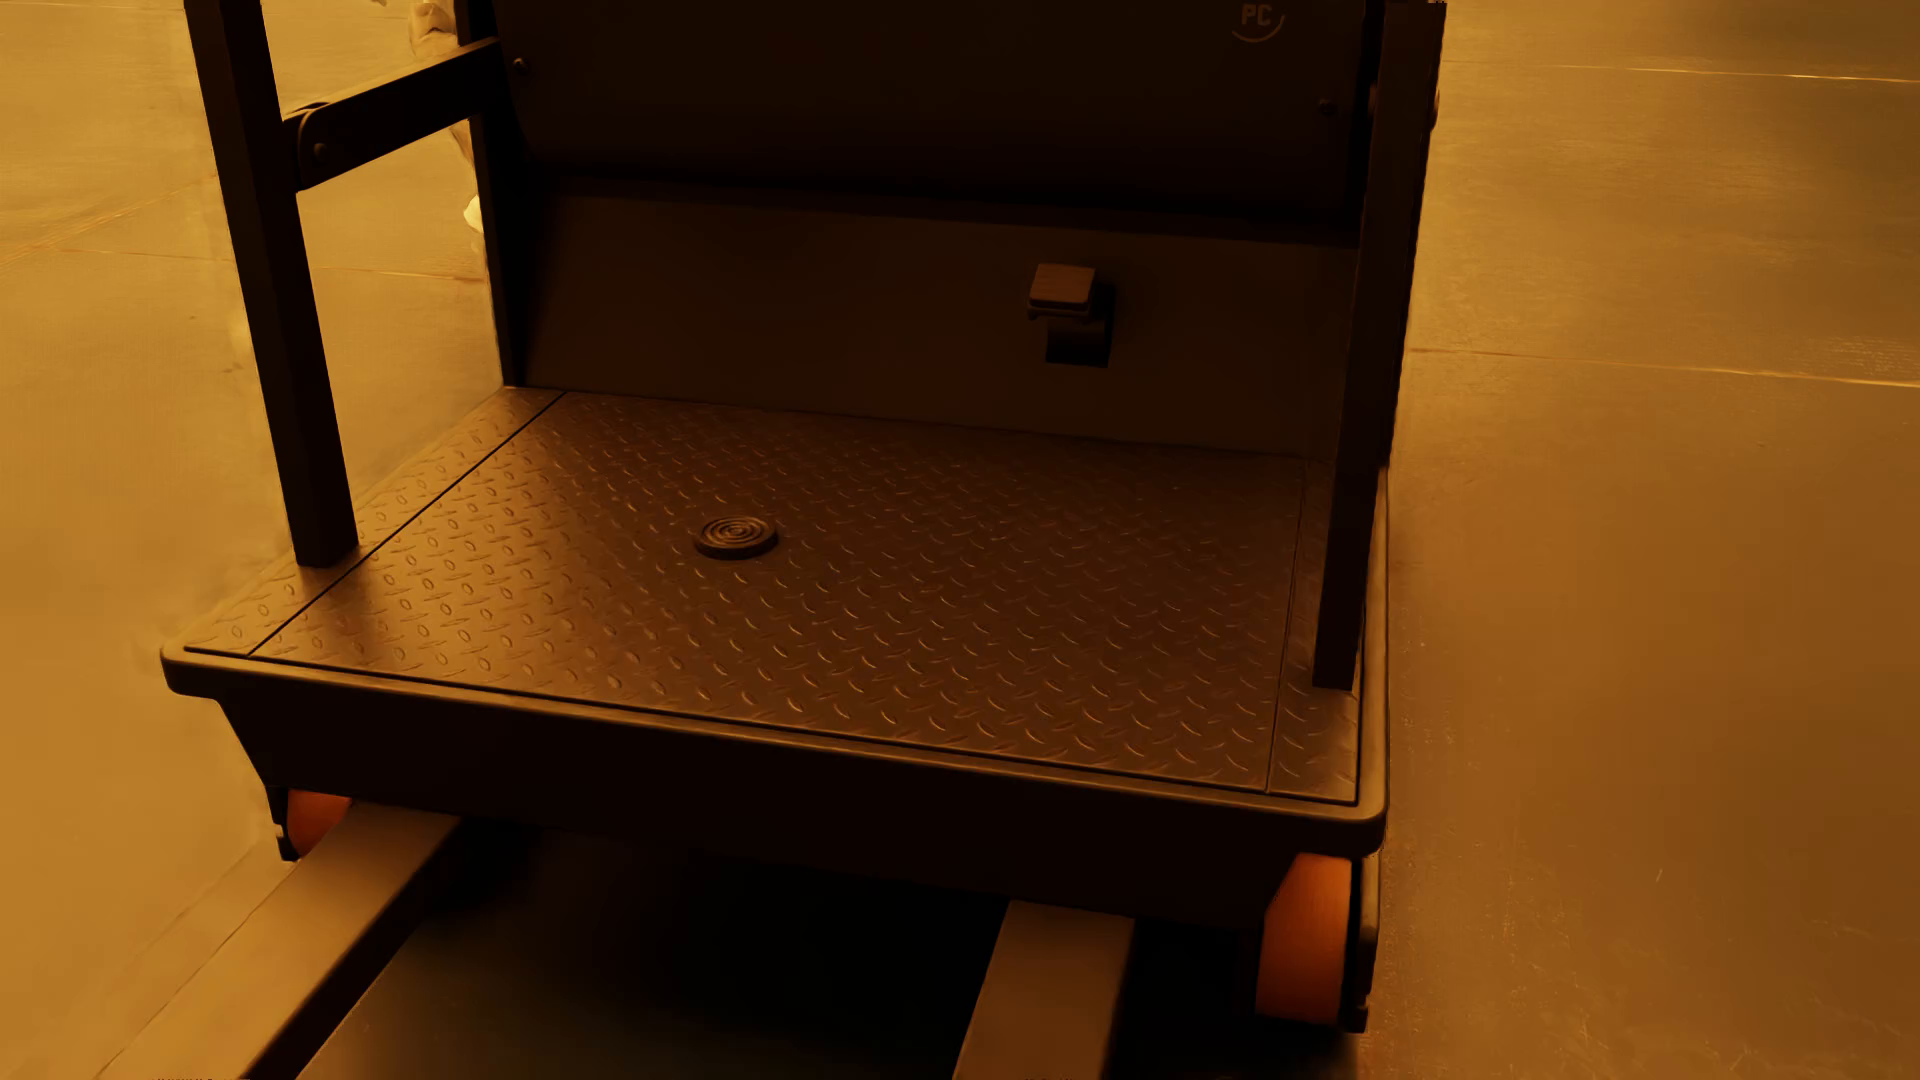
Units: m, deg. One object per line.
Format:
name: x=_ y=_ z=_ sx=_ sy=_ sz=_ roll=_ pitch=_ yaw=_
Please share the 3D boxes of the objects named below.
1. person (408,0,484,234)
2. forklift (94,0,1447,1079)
person: x=-0.906 y=-1.293 z=3.507 sx=0.850 sy=1.719 sz=0.595 roll=-23 pitch=35 yaw=-38
forklift: x=-0.093 y=-1.036 z=1.300 sx=1.130 sy=2.935 sz=3.031 roll=6 pitch=27 yaw=12
